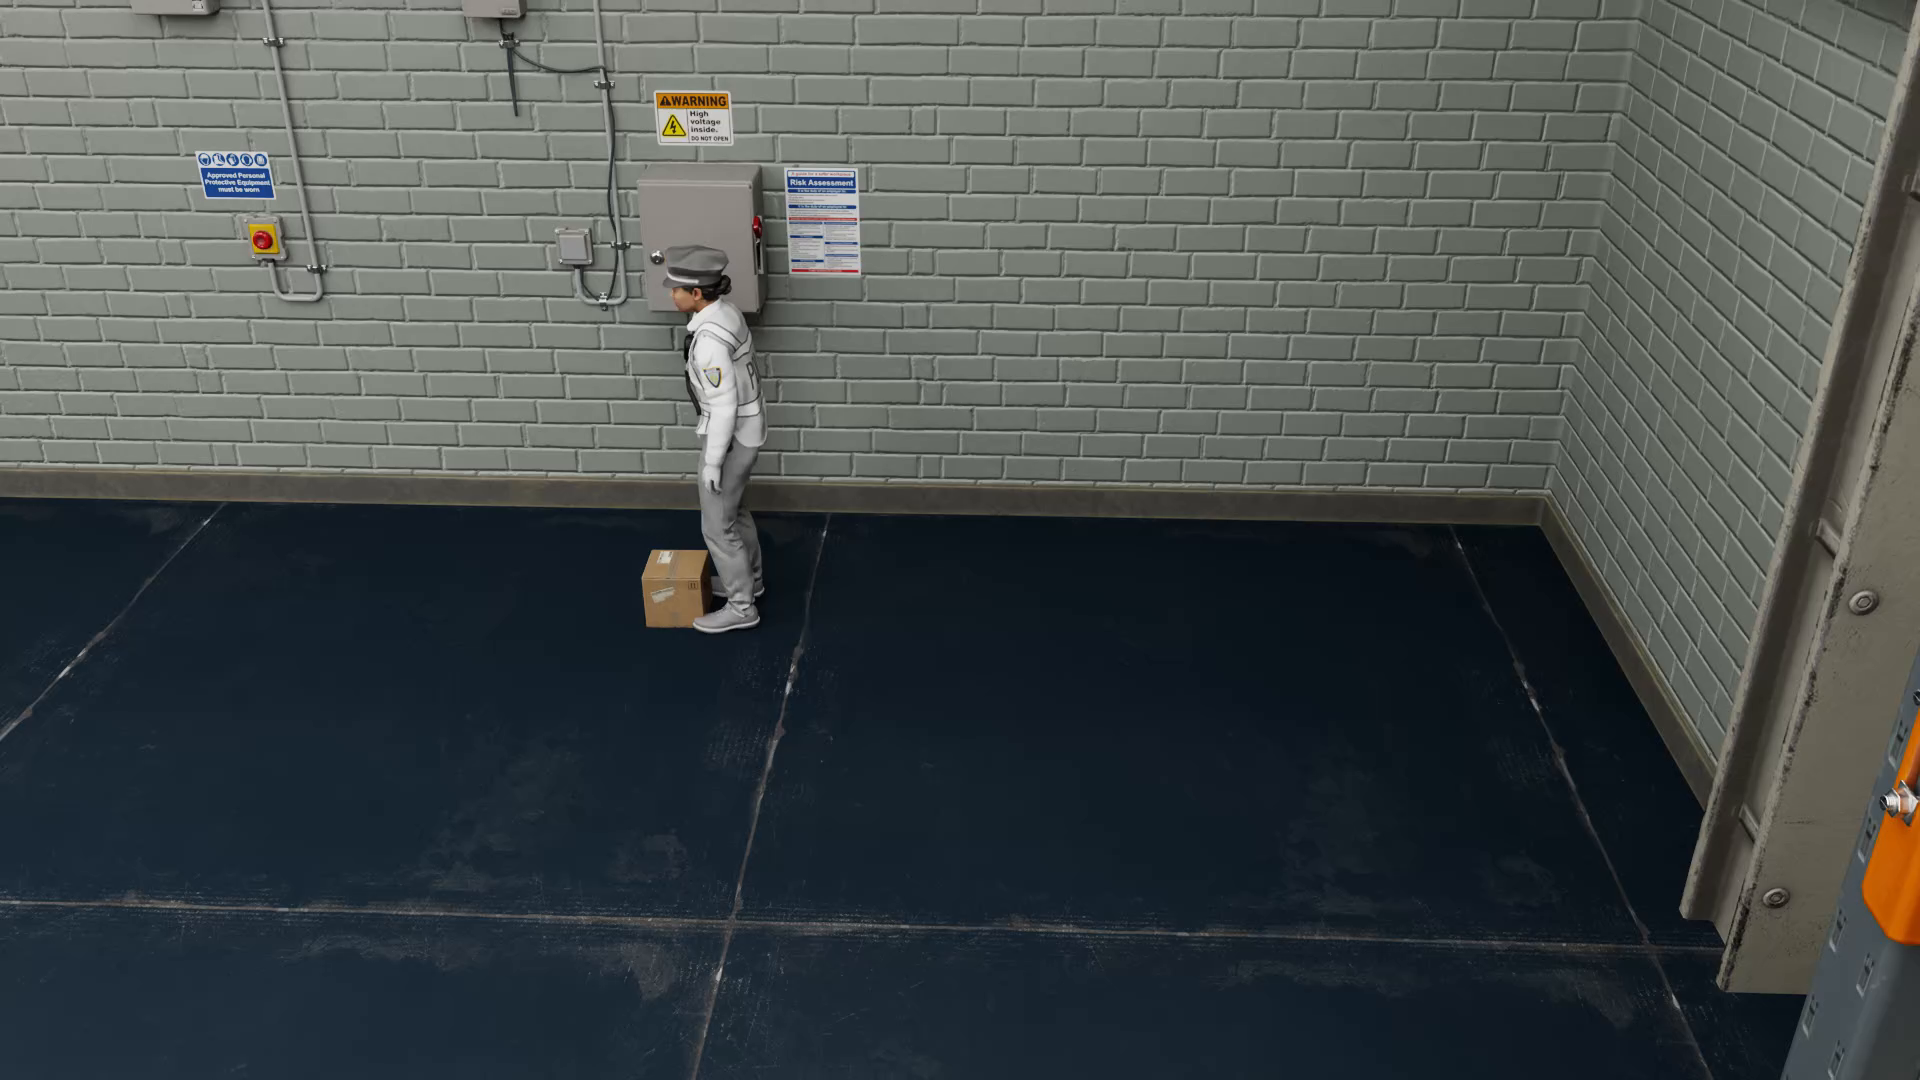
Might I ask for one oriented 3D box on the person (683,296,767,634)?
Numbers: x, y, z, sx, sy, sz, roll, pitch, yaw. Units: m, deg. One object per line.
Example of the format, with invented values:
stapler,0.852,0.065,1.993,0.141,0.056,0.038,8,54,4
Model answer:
person,-0.975,-0.321,6.930,0.358,1.462,0.539,-1,28,-1
